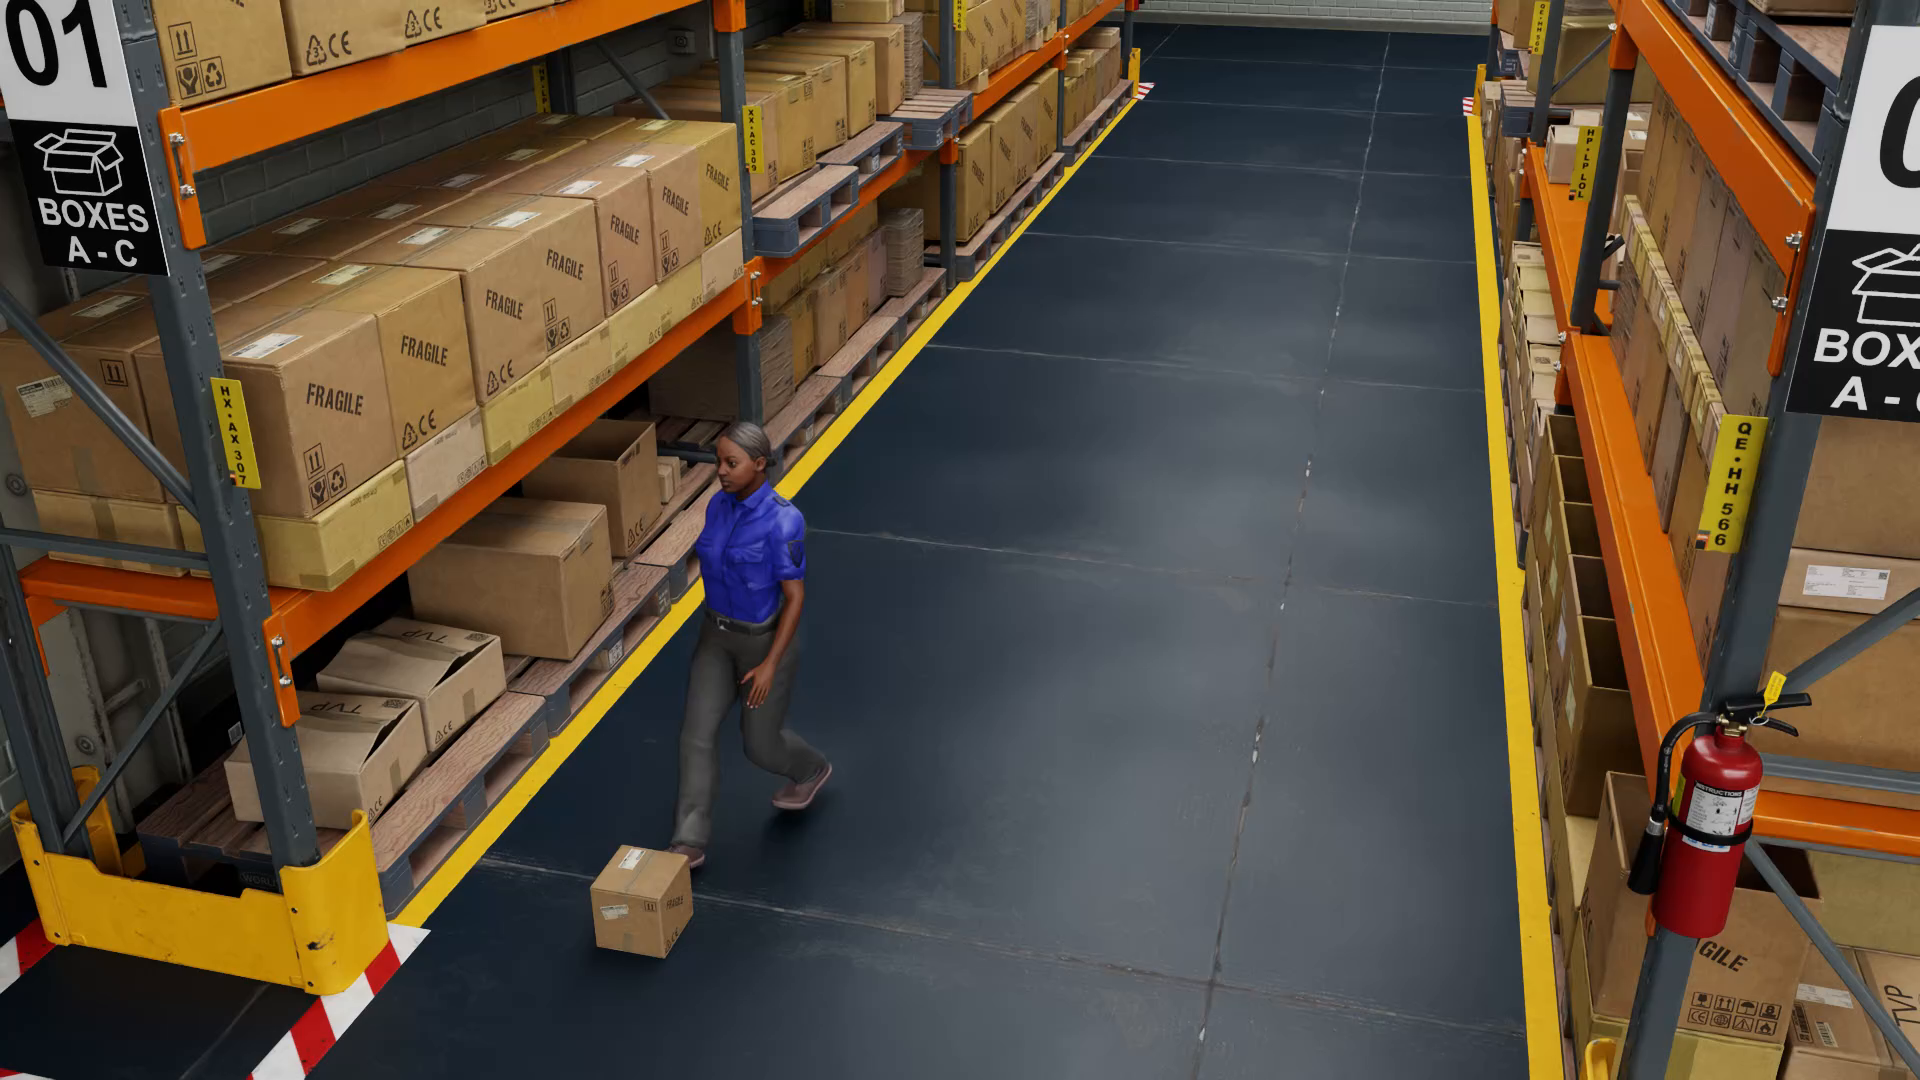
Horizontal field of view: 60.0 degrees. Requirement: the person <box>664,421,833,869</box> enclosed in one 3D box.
[{"bbox_3d":[-0.809,0.398,5.821,0.496,1.582,0.901,16,30,29],"label":"person"}]
